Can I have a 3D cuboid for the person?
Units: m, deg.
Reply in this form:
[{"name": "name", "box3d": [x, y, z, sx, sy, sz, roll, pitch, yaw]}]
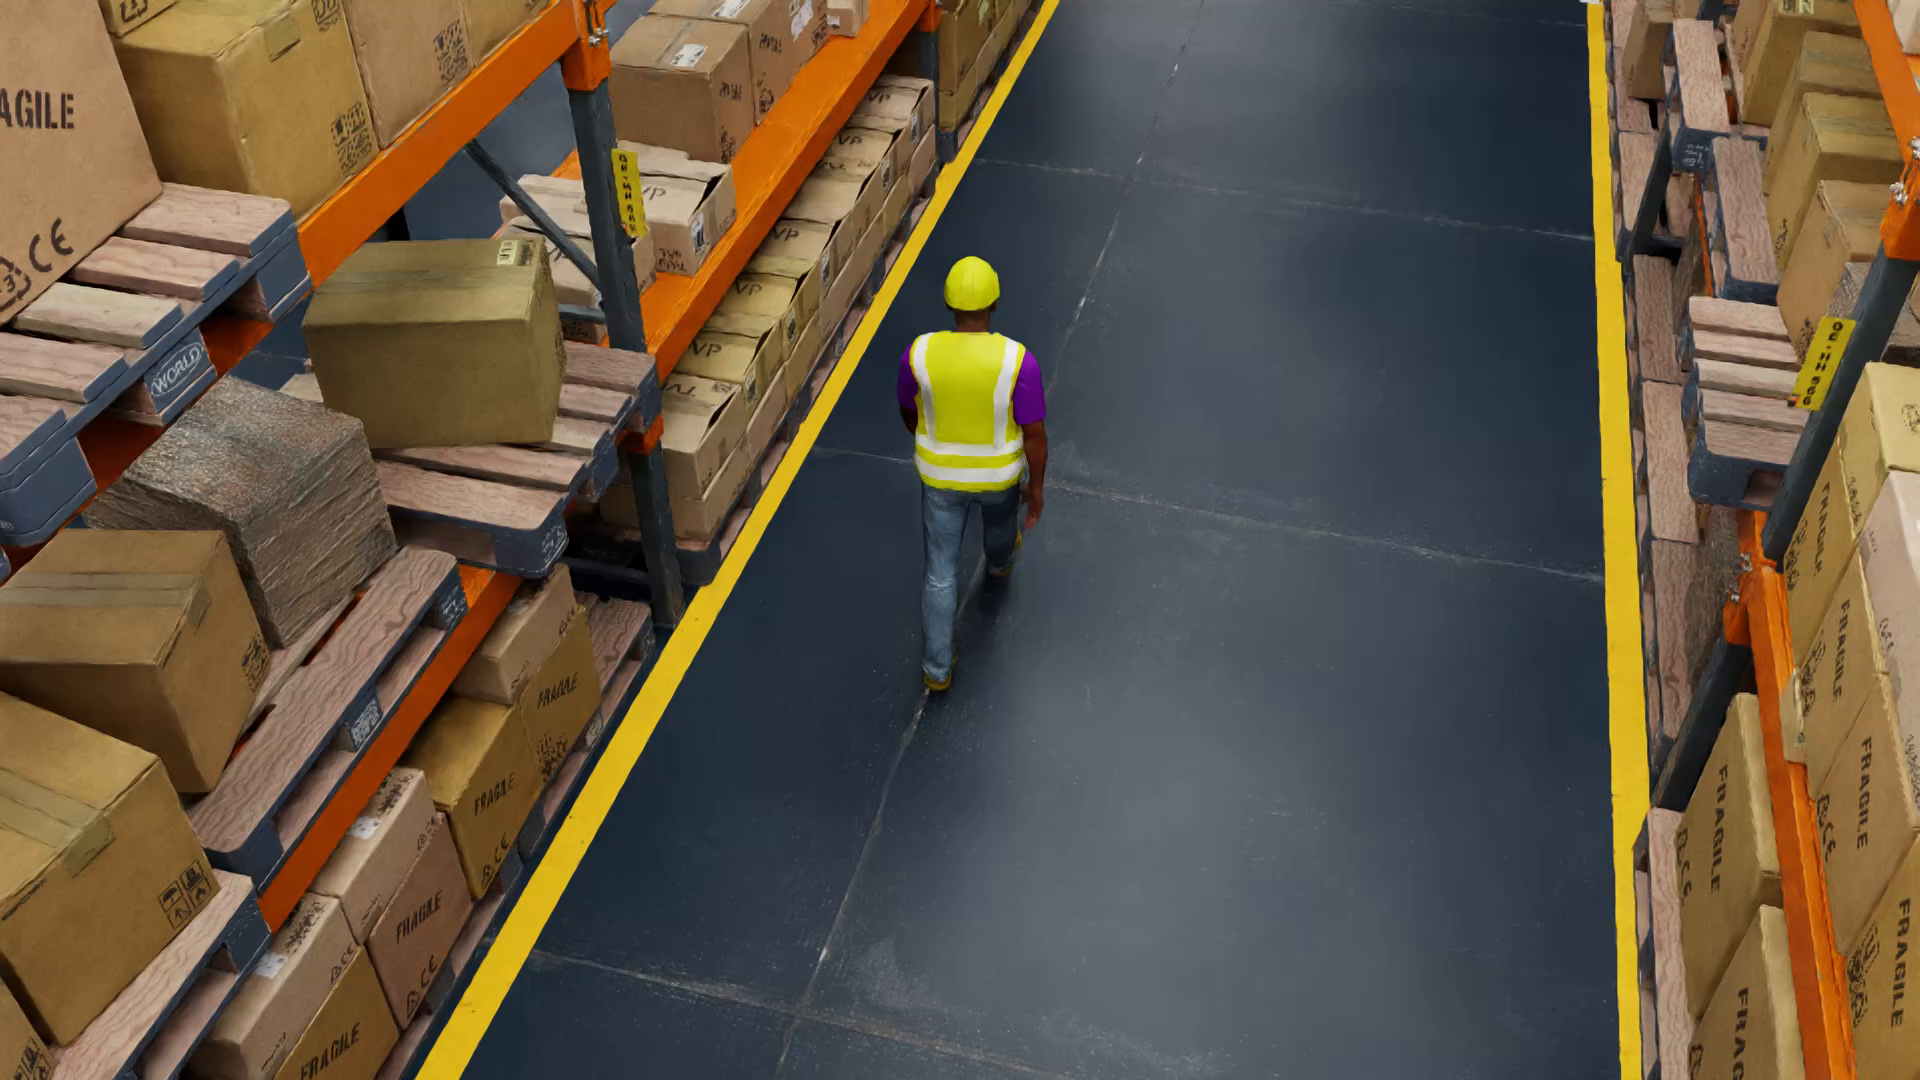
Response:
[{"name": "person", "box3d": [0.050, -0.342, 6.533, 0.584, 1.707, 1.041, 2, 41, 3]}]
